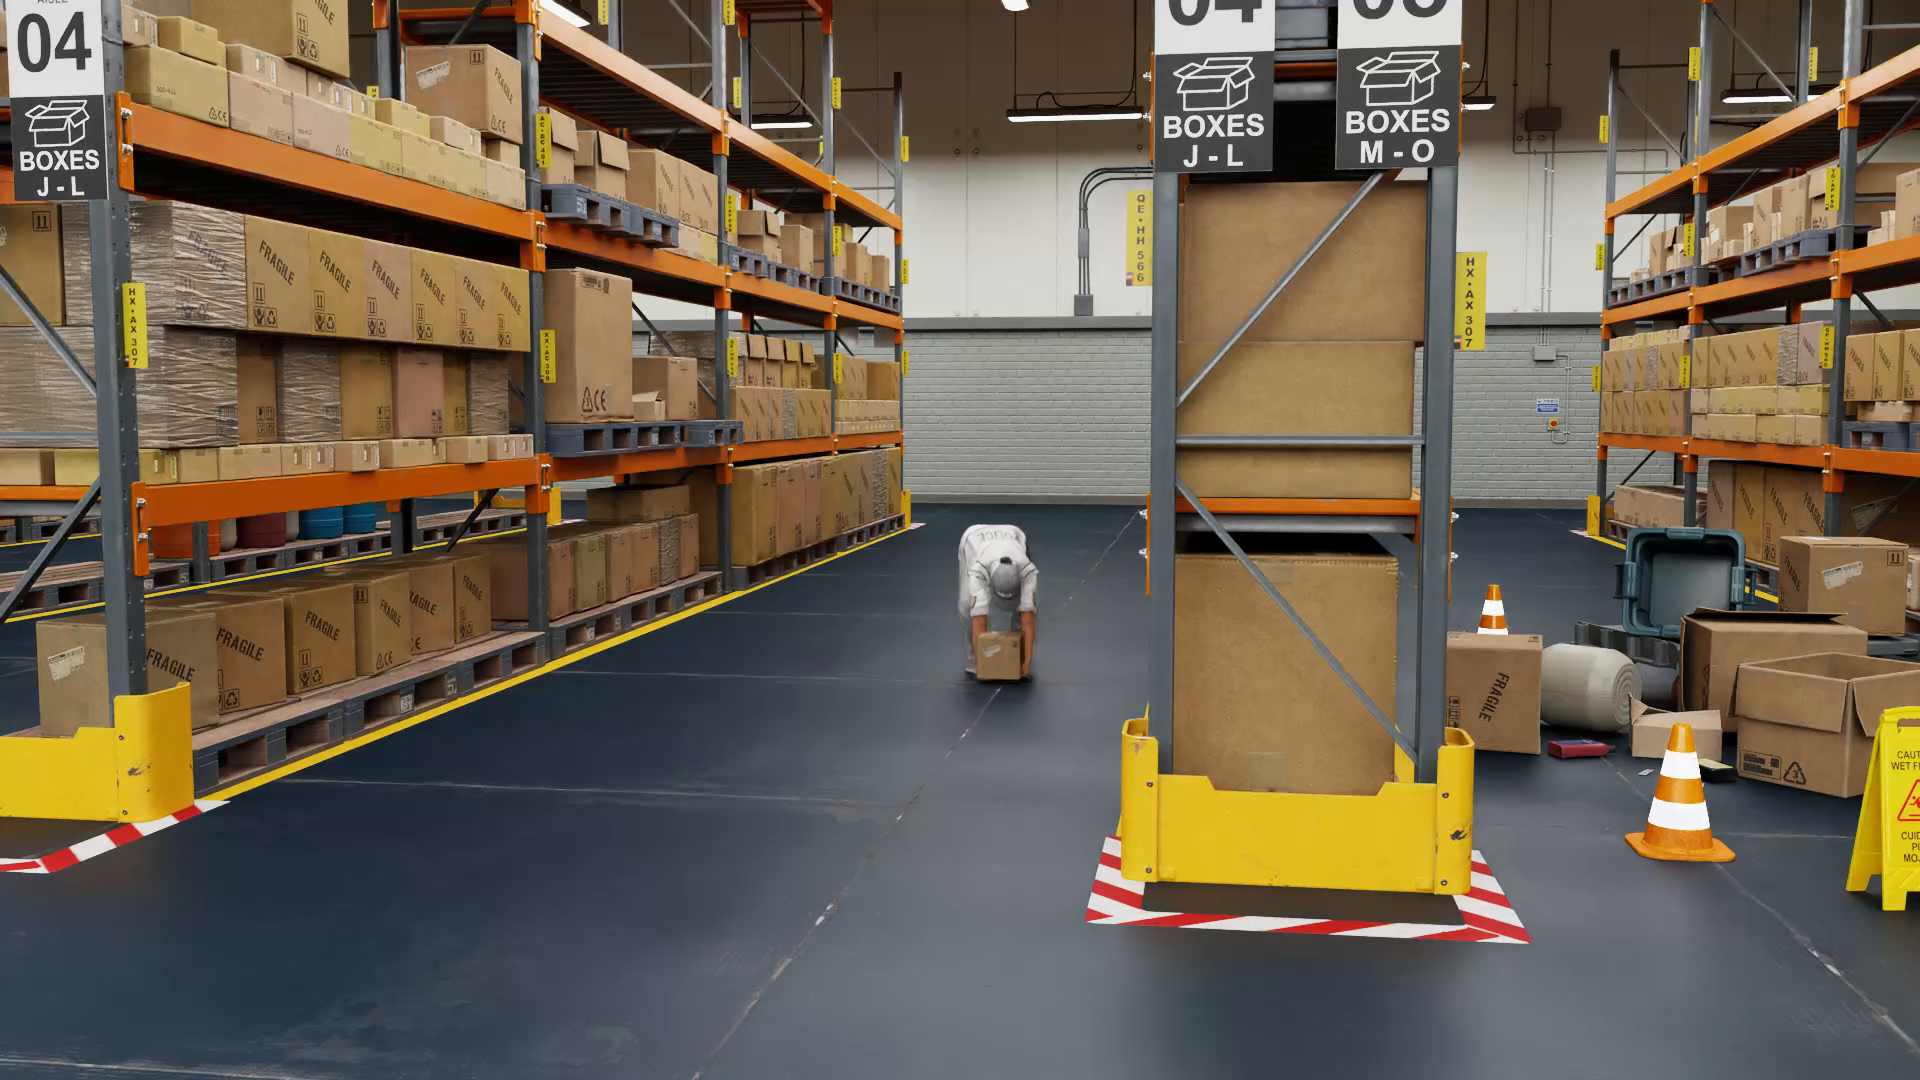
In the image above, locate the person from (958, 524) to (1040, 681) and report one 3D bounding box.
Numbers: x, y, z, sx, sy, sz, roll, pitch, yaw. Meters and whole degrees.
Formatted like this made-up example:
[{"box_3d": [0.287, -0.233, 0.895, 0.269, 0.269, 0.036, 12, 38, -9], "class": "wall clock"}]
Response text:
[{"box_3d": [0.233, 0.369, 10.089, 0.500, 0.900, 0.936, 0, 5, -4], "class": "person"}]
